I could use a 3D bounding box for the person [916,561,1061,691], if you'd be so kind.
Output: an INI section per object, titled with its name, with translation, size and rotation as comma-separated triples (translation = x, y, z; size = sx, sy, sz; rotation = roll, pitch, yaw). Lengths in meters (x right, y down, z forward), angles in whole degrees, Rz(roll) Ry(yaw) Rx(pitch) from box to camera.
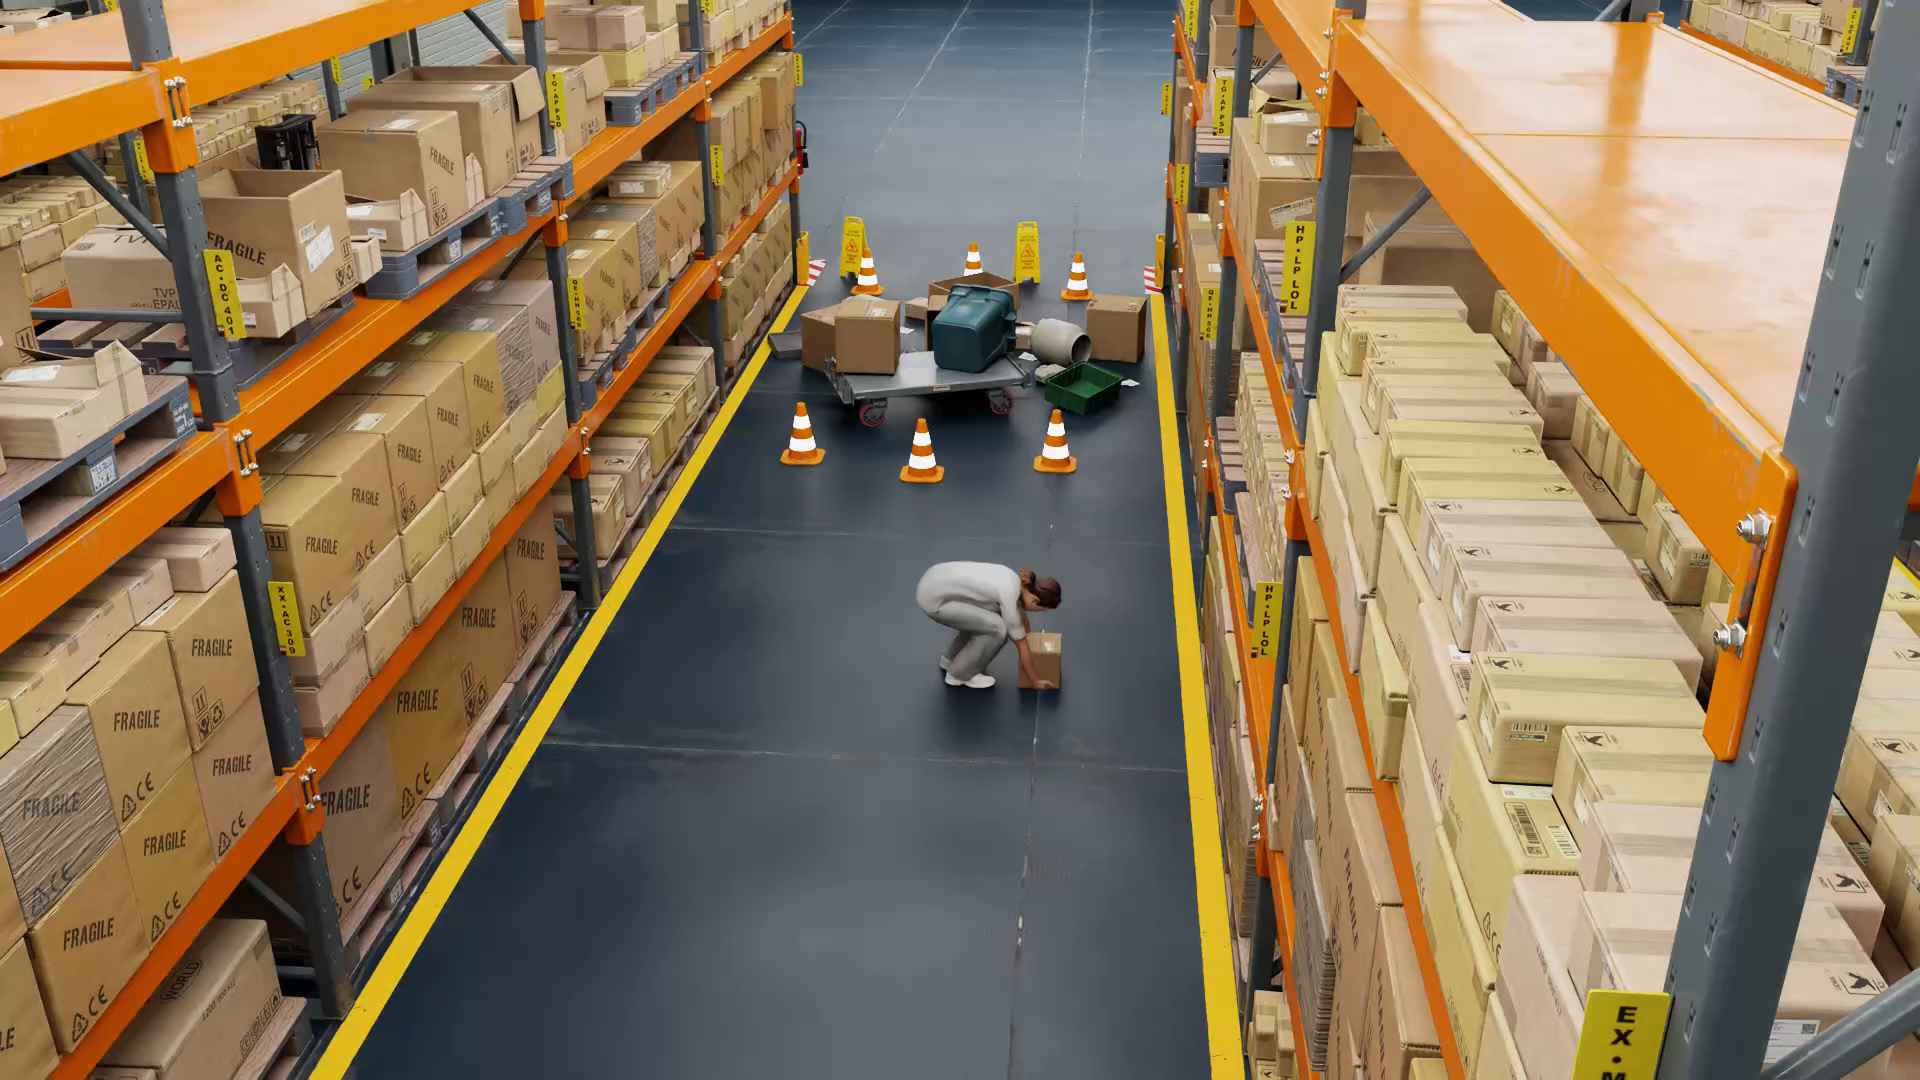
[person]
translation = 0.172, 0.505, 10.035
size = 0.867, 0.774, 0.459
rotation = 1, 25, 2
